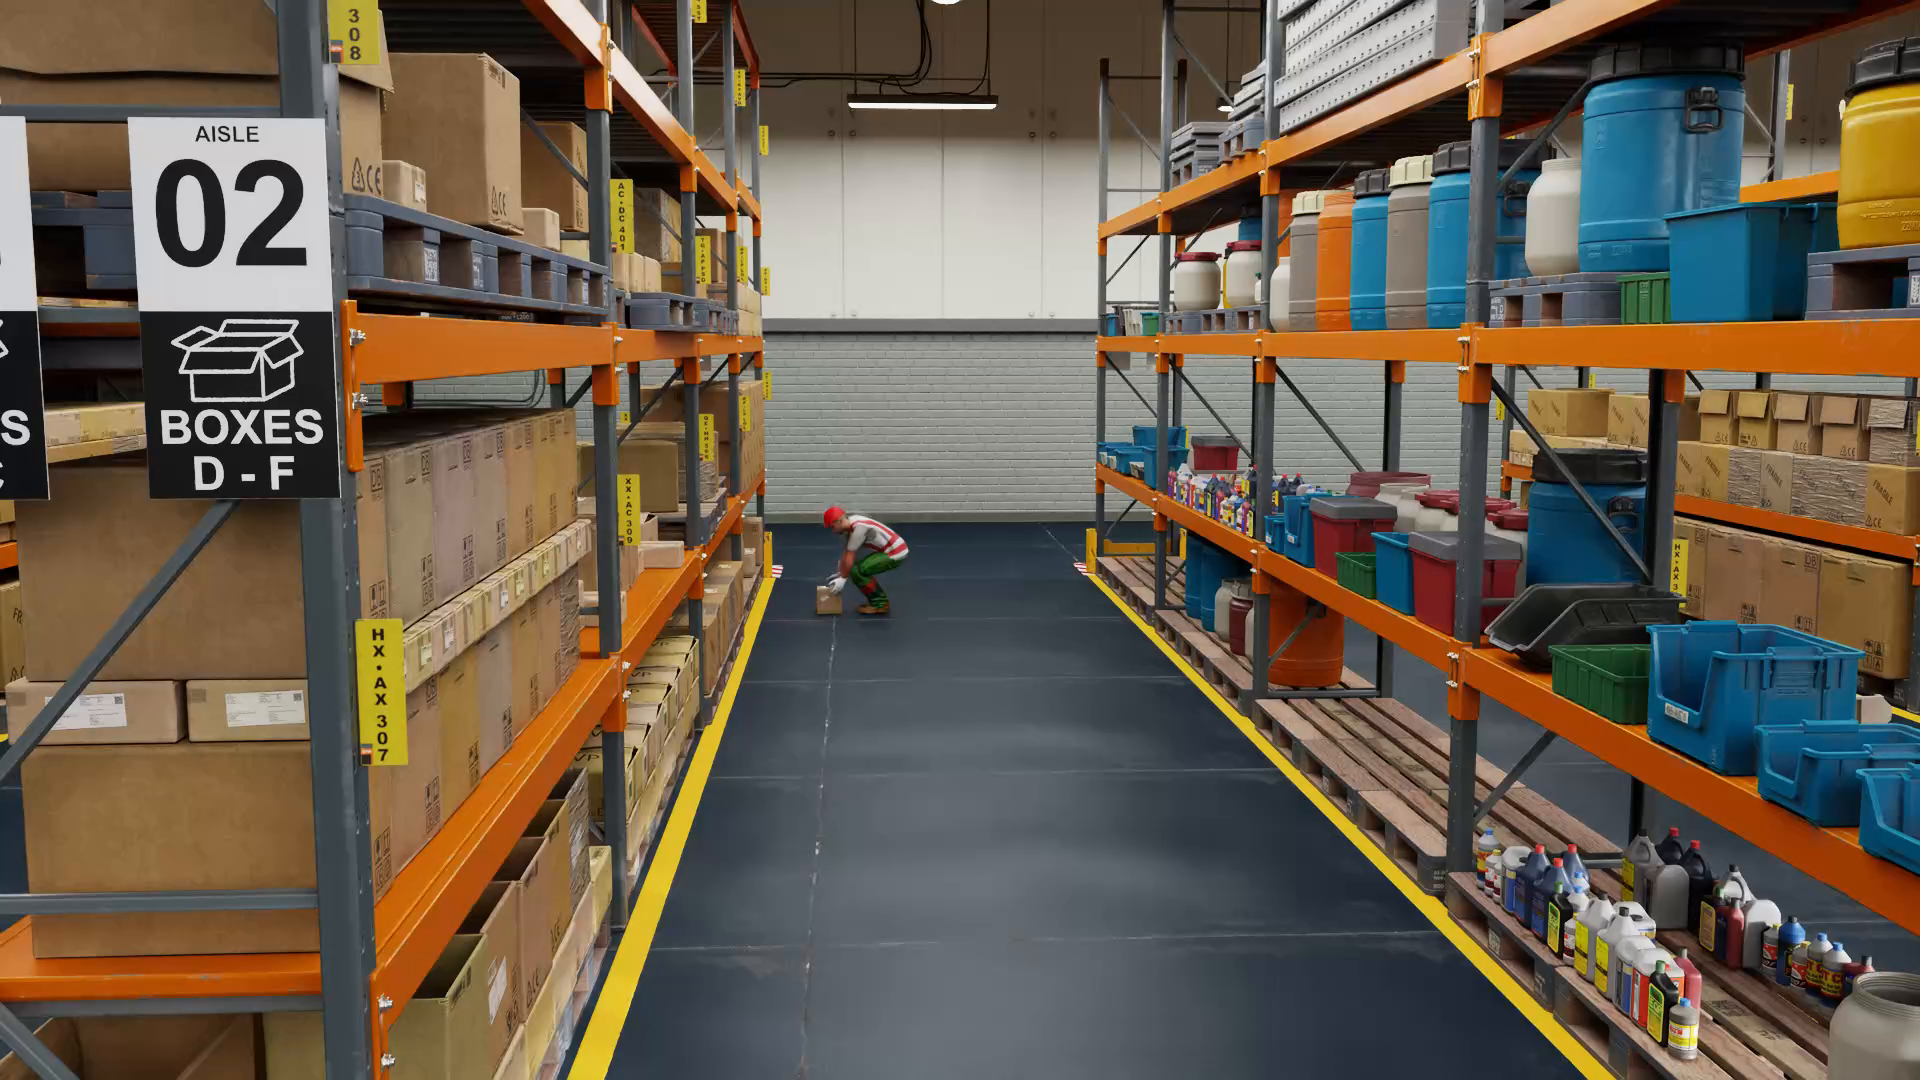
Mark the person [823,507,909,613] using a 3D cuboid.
[{"bbox_3d":[-0.955,0.198,16.949,0.866,1.091,0.581,0,7,-4],"label":"person"}]
